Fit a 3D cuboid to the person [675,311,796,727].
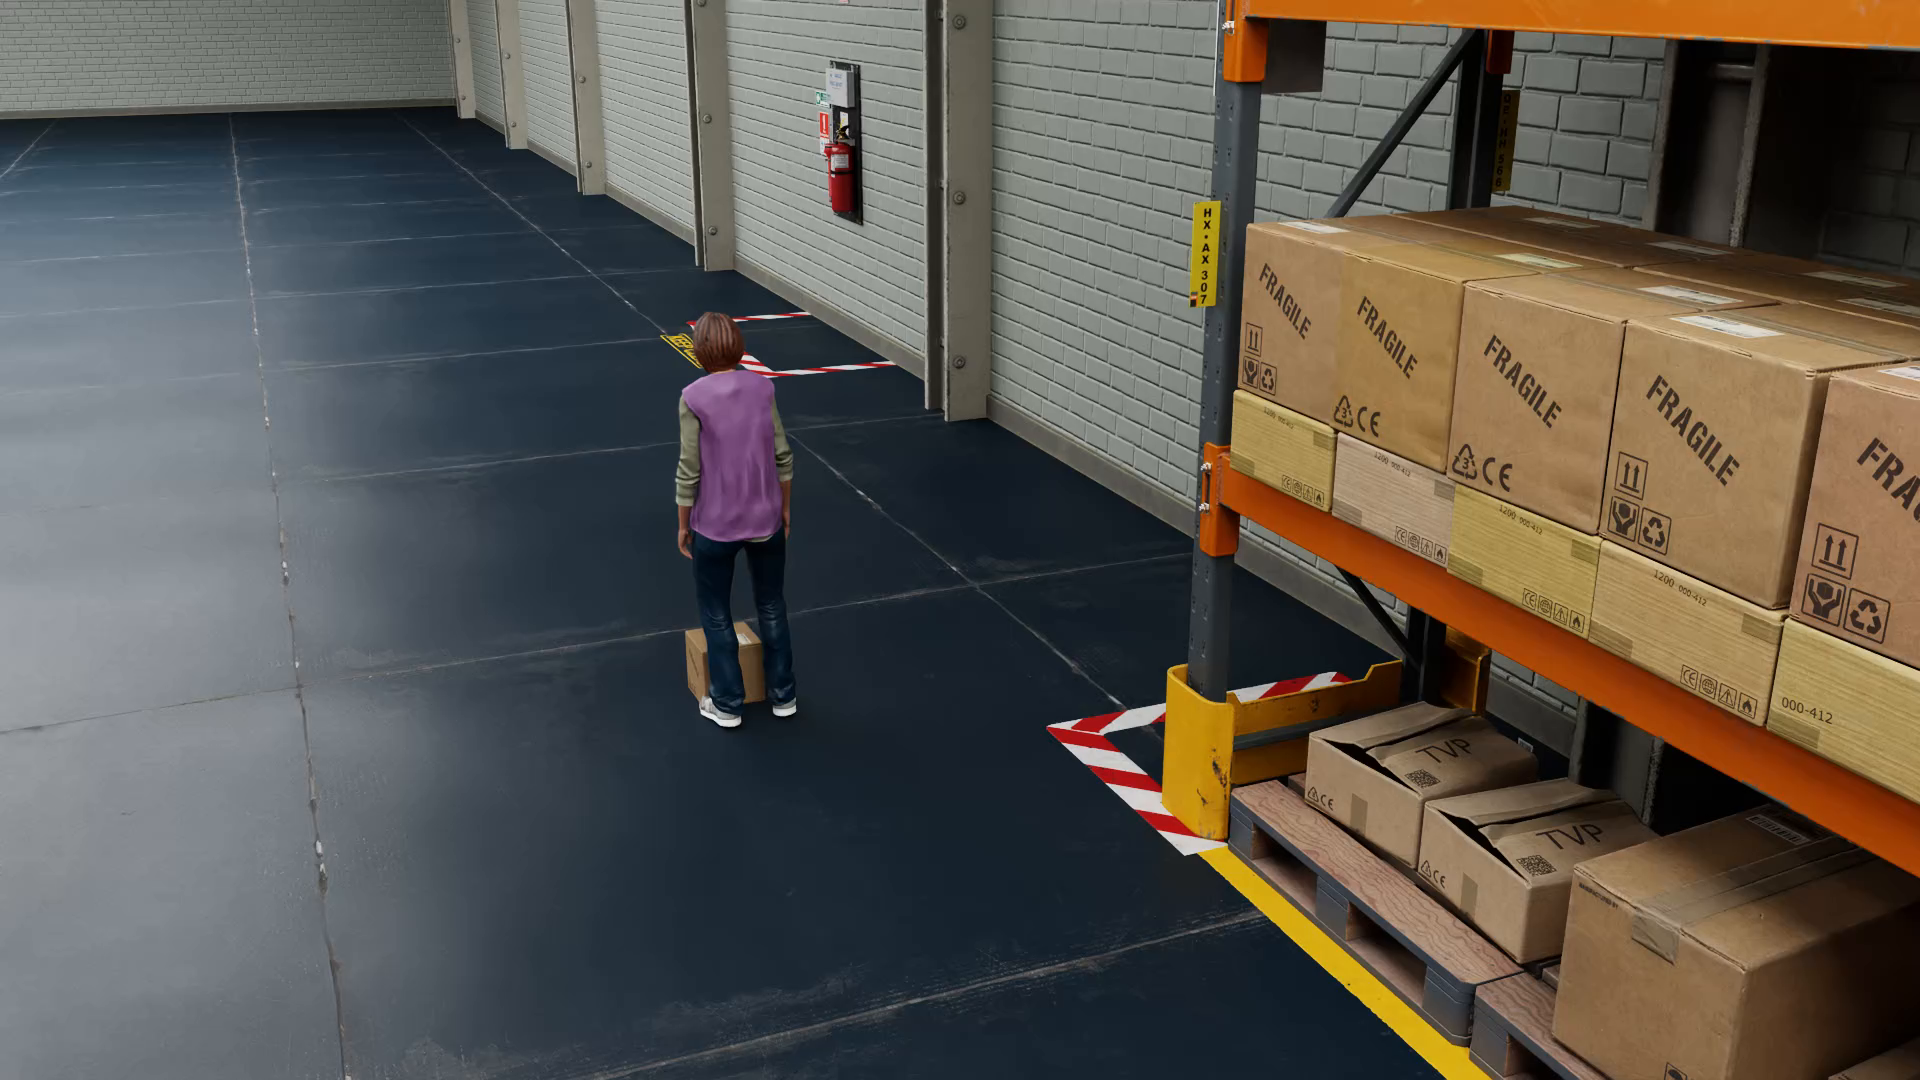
[{"bbox_3d":[-0.840,-0.060,6.256,0.474,1.592,0.346,-9,21,-25],"label":"person"}]
